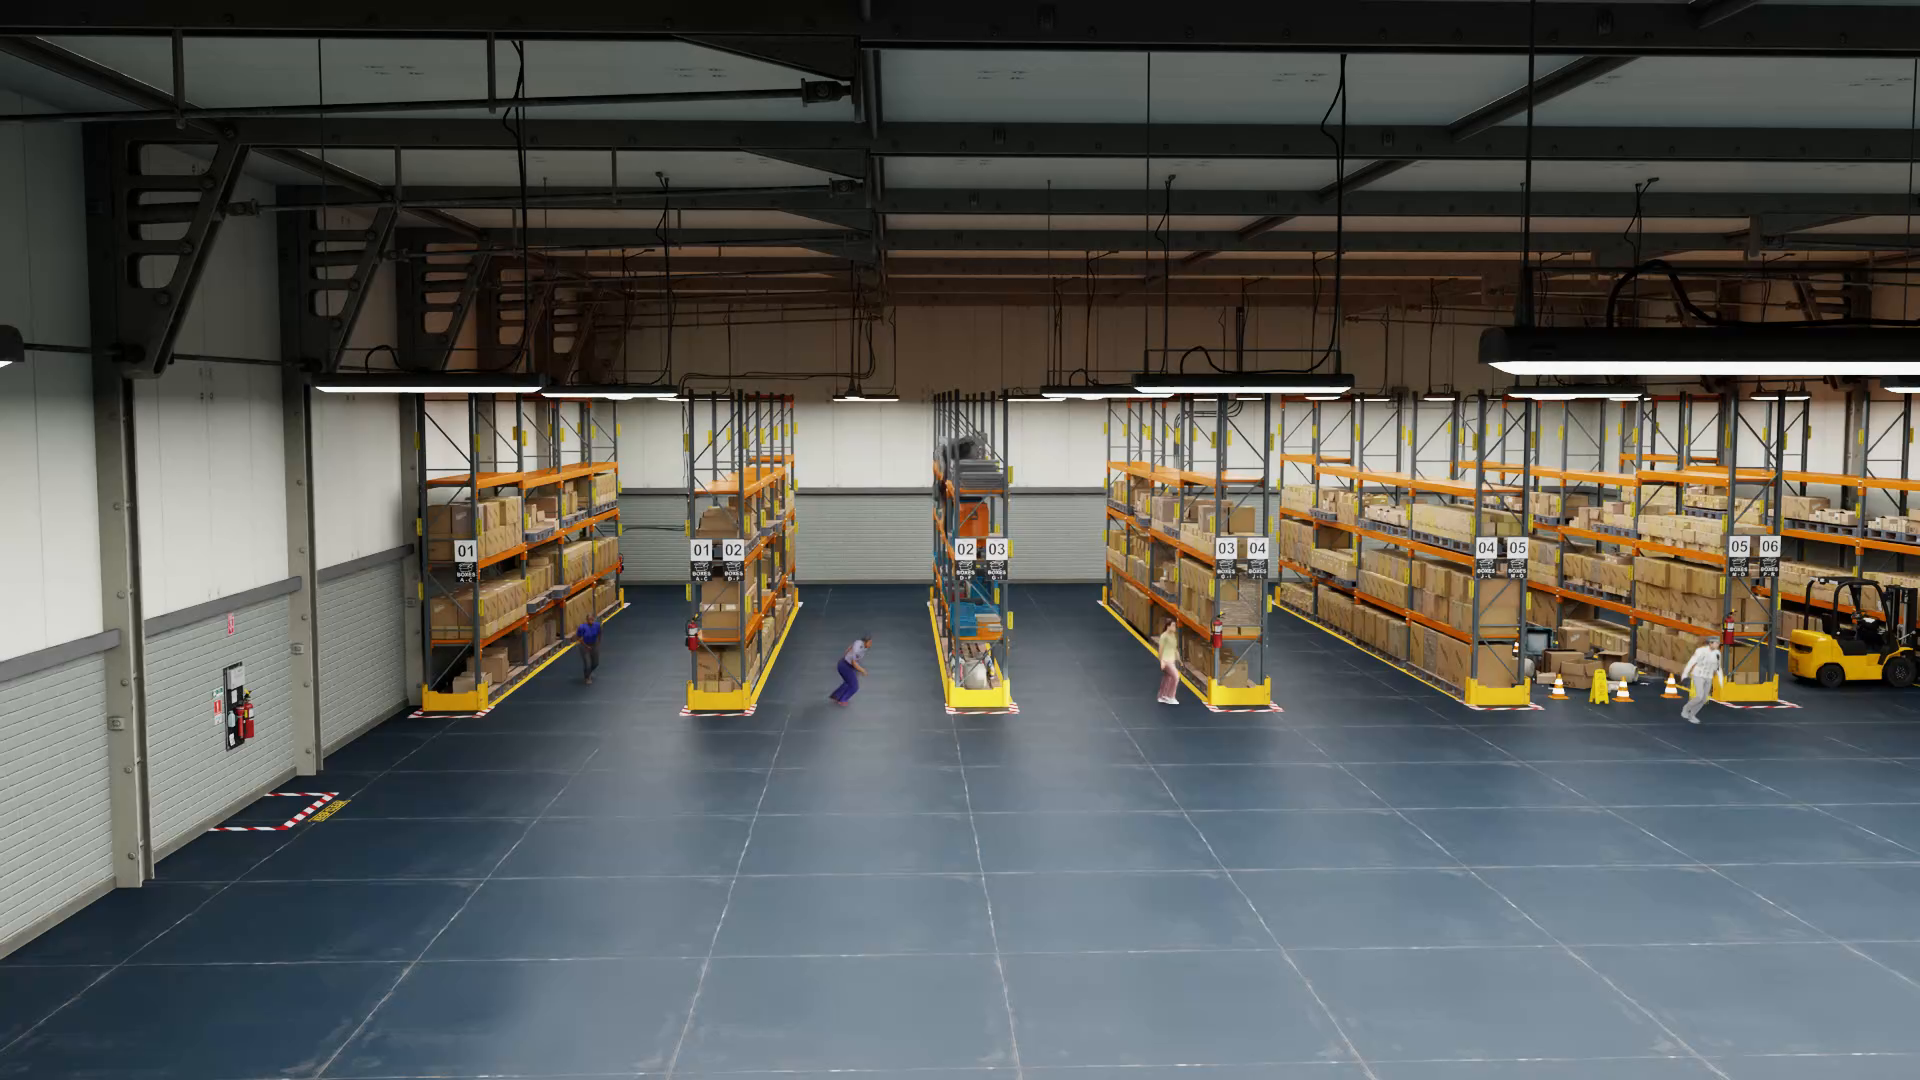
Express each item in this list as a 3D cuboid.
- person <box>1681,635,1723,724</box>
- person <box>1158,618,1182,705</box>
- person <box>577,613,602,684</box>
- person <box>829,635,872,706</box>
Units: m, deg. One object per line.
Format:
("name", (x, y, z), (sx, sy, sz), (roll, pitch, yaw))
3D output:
("person", (13.329, 2.491, 29.831), (0.617, 1.621, 0.557), (-1, 5, -18))
("person", (3.965, 2.313, 31.630), (0.564, 1.656, 0.523), (3, 5, 32))
("person", (-7.615, 2.197, 34.098), (0.575, 1.506, 0.820), (-4, 6, -38))
("person", (-2.079, 2.469, 31.520), (0.856, 1.390, 0.677), (0, 5, 2))
